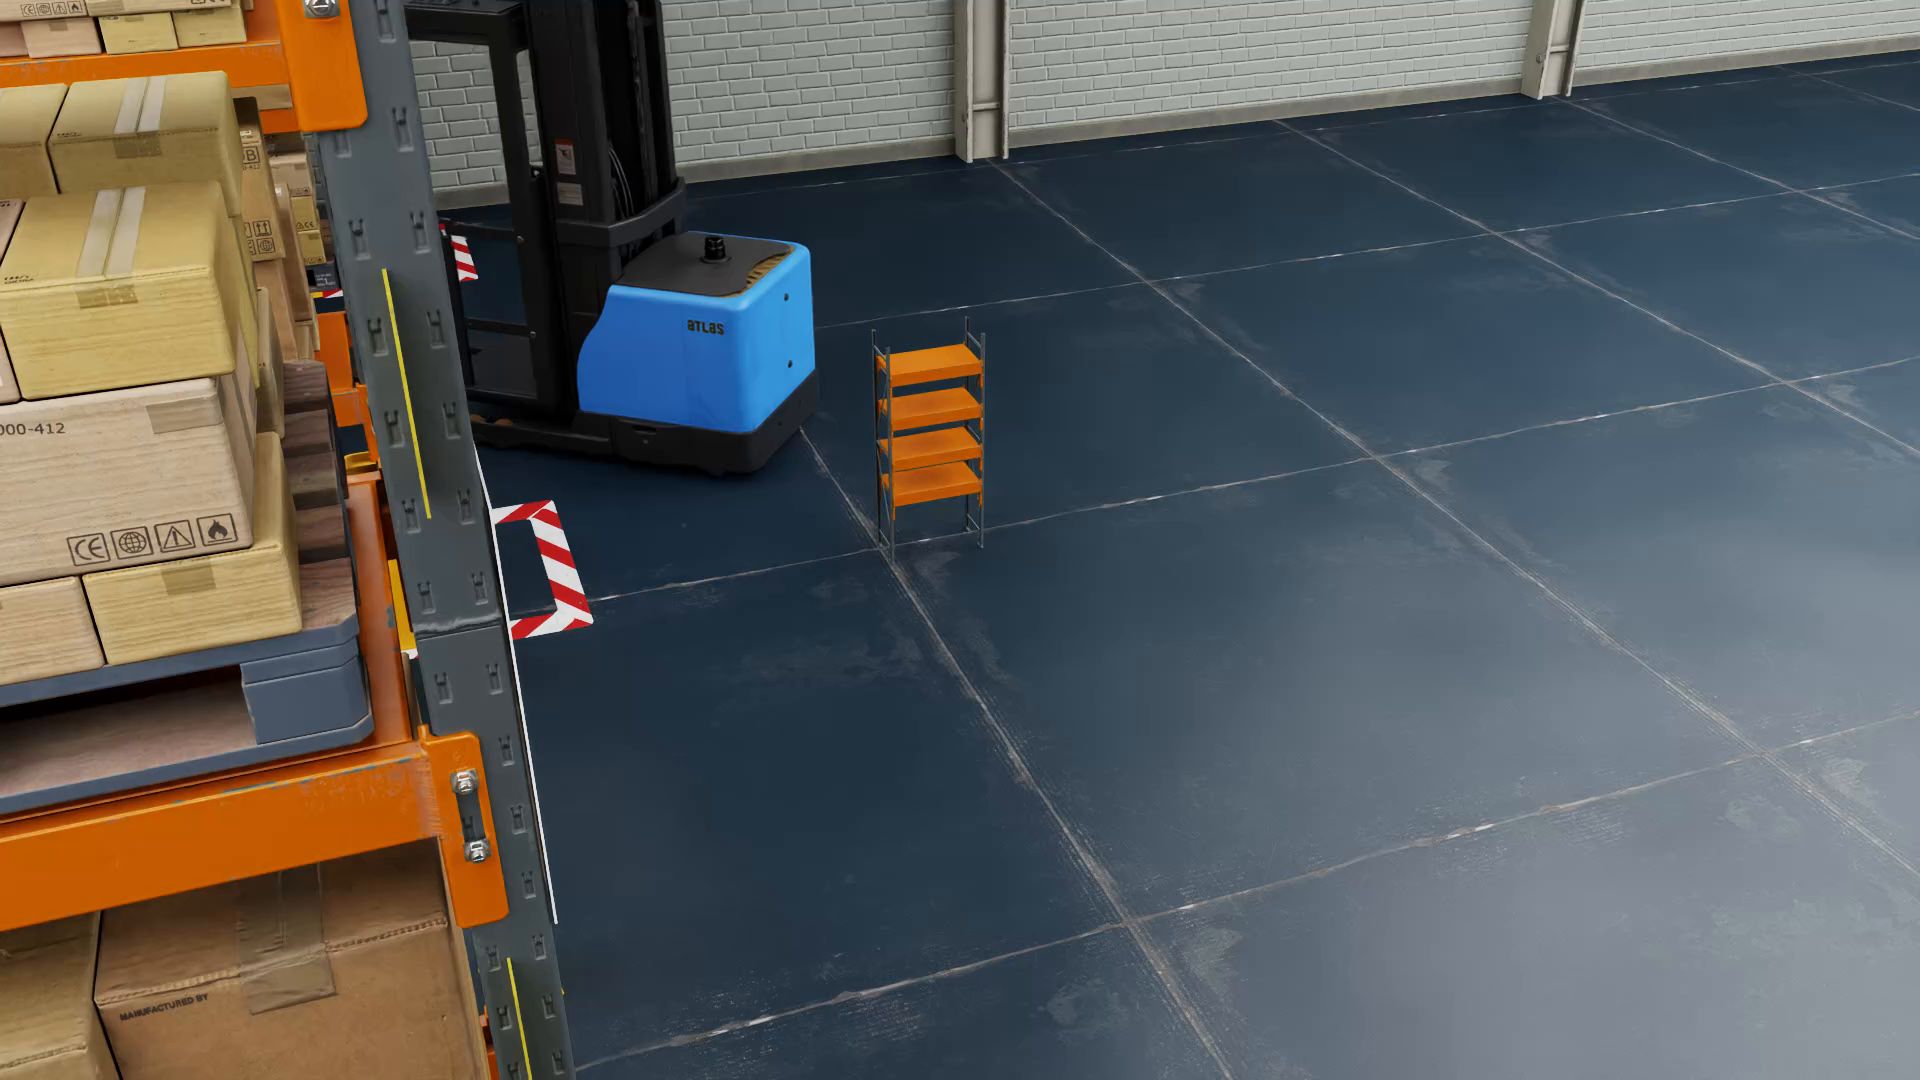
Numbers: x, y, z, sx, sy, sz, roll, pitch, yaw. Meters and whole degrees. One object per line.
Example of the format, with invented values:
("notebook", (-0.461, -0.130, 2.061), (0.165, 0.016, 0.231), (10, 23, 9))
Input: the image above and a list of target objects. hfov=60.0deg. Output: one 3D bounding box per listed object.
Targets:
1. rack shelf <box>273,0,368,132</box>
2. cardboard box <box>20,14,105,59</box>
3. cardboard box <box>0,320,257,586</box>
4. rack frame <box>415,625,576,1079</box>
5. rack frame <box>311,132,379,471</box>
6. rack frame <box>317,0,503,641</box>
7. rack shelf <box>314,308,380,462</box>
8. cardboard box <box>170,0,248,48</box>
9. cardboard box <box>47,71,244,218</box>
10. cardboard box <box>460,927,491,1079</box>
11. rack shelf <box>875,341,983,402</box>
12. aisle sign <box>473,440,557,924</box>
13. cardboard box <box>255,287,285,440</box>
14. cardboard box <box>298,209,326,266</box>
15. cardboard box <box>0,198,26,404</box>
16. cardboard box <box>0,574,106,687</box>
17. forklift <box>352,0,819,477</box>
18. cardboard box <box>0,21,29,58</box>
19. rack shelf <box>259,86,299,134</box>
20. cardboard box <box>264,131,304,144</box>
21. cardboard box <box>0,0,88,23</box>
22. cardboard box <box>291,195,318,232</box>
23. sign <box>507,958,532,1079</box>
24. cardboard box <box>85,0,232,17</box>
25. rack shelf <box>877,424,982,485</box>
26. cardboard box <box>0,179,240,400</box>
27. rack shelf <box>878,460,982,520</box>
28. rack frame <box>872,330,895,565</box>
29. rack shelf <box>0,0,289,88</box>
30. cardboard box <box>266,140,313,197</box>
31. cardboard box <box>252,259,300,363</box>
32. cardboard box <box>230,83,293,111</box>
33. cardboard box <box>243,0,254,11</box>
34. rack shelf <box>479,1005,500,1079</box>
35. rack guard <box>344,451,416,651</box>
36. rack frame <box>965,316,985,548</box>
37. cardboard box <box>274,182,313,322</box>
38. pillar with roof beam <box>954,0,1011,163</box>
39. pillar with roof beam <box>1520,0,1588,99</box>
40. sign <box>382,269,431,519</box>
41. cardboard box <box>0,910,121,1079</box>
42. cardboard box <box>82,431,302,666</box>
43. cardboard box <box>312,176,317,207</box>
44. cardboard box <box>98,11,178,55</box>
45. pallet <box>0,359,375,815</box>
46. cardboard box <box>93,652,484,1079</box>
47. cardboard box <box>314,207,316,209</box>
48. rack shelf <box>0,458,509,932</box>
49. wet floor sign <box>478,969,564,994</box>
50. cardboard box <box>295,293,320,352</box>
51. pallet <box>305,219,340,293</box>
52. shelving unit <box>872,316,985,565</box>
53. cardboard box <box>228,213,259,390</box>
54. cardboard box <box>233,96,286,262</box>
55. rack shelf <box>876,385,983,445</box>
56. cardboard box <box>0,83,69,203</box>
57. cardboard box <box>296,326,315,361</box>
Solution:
("rack shelf", (-2.786, -0.567, 1.786), (4.000, 0.370, 1.077), (-10, 31, -18))
("cardboard box", (-3.452, -1.986, 6.429), (0.250, 0.149, 0.380), (-9, 31, -16))
("cardboard box", (-1.273, -0.171, 2.316), (0.500, 0.250, 0.500), (-10, 31, -17))
("rack frame", (-0.912, 1.208, 3.600), (0.127, 3.000, 1.000), (-10, 31, -18))
("rack frame", (-2.733, -1.071, 7.600), (0.127, 3.000, 1.000), (-10, 31, -18))
("rack frame", (-0.912, -1.399, 2.115), (0.127, 3.000, 1.000), (-10, 31, -18))
("rack shelf", (-4.607, -0.414, 7.172), (4.000, 0.370, 1.077), (-10, 31, -18))
("cardboard box", (-2.969, -2.074, 6.584), (0.250, 0.149, 0.380), (-10, 31, -17))
("cardboard box", (-1.336, -0.649, 2.751), (0.250, 0.149, 0.380), (-10, 31, -17))
("cardboard box", (-1.244, 1.228, 3.413), (0.550, 0.550, 0.875), (-10, 31, -18))
("rack shelf", (-0.155, -0.834, 8.208), (0.480, 0.148, 0.258), (-10, 31, -18))
("aisle sign", (-0.741, 0.205, 2.734), (0.004, 0.787, 0.394), (-10, 31, -18))
("cardboard box", (-1.345, -0.302, 2.948), (0.250, 0.149, 0.380), (-10, 31, -17))
("cardboard box", (-4.797, -2.134, 11.818), (0.500, 0.250, 0.500), (-10, 31, -17))
("cardboard box", (-1.344, -0.301, 2.141), (0.250, 0.149, 0.380), (-10, 31, -17))
("cardboard box", (-1.342, 0.045, 2.338), (0.250, 0.149, 0.380), (-10, 31, -17))
("forklift", (-2.424, -2.047, 9.383), (3.031, 2.935, 1.130), (9, 31, 15))
("cardboard box", (-3.713, -1.973, 6.407), (0.250, 0.149, 0.380), (-10, 31, -17))
("rack shelf", (-6.341, -2.716, 11.213), (4.000, 0.370, 1.077), (-10, 31, -18))
("cardboard box", (-4.983, -2.801, 11.979), (0.500, 0.250, 0.500), (-11, 31, -18))
("cardboard box", (-3.595, -2.145, 6.306), (0.500, 0.250, 0.500), (-11, 31, -18))
("cardboard box", (-4.814, -2.350, 11.692), (0.500, 0.250, 0.500), (-11, 31, -18))
("sign", (-0.736, 0.856, 2.809), (0.005, 0.325, 0.100), (-10, 31, -18))
("cardboard box", (-3.118, -2.225, 6.447), (0.500, 0.250, 0.500), (-11, 31, -18))
("rack shelf", (-0.155, -0.434, 8.436), (0.480, 0.148, 0.258), (-10, 31, -18))
("cardboard box", (-1.109, -0.343, 2.215), (0.250, 0.149, 0.380), (-10, 31, -17))
("rack shelf", (-0.155, -0.262, 8.534), (0.480, 0.148, 0.258), (-10, 31, -18))
("rack frame", (-0.384, -0.451, 8.329), (0.015, 1.200, 0.240), (-10, 31, -18))
("rack shelf", (-4.607, -1.717, 6.430), (4.000, 0.370, 1.077), (-10, 31, -18))
("cardboard box", (-4.790, -2.572, 11.577), (0.500, 0.250, 0.500), (-9, 31, -16))
("cardboard box", (-3.145, -1.023, 7.113), (0.500, 0.500, 0.500), (-11, 31, -19))
("cardboard box", (-4.837, -3.210, 11.254), (0.500, 0.500, 0.500), (-11, 32, -19))
("cardboard box", (-3.157, -2.359, 7.084), (0.250, 0.149, 0.380), (-10, 31, -18))
("rack shelf", (-2.786, 1.866, 3.172), (4.000, 0.370, 1.077), (-10, 31, -18))
("rack guard", (-2.804, 0.028, 8.196), (0.348, 0.500, 1.175), (-10, 31, -18))
("rack frame", (0.074, -0.535, 8.477), (0.015, 1.200, 0.240), (-10, 31, -18))
("cardboard box", (-3.273, -1.291, 7.584), (0.500, 0.500, 0.500), (-11, 31, -18))
("pillar with roof beam", (1.691, -5.317, 8.991), (0.400, 9.000, 9.100), (-10, 31, -18))
("pillar with roof beam", (7.314, -6.352, 10.809), (0.400, 9.000, 9.100), (-10, 31, -18))
("sign", (-0.736, -0.192, 2.212), (0.005, 0.325, 0.100), (-10, 31, -18))
("cardboard box", (-1.756, 0.857, 2.973), (0.550, 0.550, 0.875), (-10, 31, -18))
("cardboard box", (-1.105, 0.002, 2.414), (0.250, 0.149, 0.380), (-11, 31, -18))
("cardboard box", (-4.980, -2.594, 12.121), (0.500, 0.250, 0.500), (-10, 31, -17))
("cardboard box", (-3.191, -2.016, 6.482), (0.250, 0.149, 0.380), (-10, 31, -17))
("pallet", (-1.603, 0.076, 2.646), (1.213, 0.211, 1.003), (-10, 31, -18))
("cardboard box", (-1.273, 0.720, 3.215), (0.550, 0.550, 0.875), (-10, 31, -18))
("cardboard box", (-4.995, -2.367, 12.228), (0.500, 0.250, 0.500), (-10, 31, -17))
("rack shelf", (-2.786, 0.562, 2.429), (4.000, 0.370, 1.077), (-10, 31, -18))
("wet floor sign", (-1.575, 1.307, 5.804), (0.232, 0.644, 0.267), (-16, 33, -26))
("cardboard box", (-3.123, -1.000, 7.728), (0.250, 0.149, 0.380), (-10, 31, -17))
("pallet", (-5.169, -2.011, 12.066), (1.213, 0.211, 1.003), (-10, 31, -18))
("shelving unit", (-0.155, -0.493, 8.403), (0.503, 1.200, 0.258), (-10, 31, -18))
("cardboard box", (-1.454, -0.421, 2.755), (0.500, 0.250, 0.500), (-11, 31, -18))
("cardboard box", (-3.135, -1.489, 6.922), (0.500, 0.500, 0.700), (-11, 32, -19))
("rack shelf", (-0.155, -0.629, 8.325), (0.480, 0.148, 0.258), (-10, 31, -18))
("cardboard box", (-1.571, -0.606, 2.676), (0.250, 0.149, 0.380), (-10, 31, -17))
("cardboard box", (-3.008, -0.798, 7.375), (0.250, 0.149, 0.380), (-9, 31, -16))
